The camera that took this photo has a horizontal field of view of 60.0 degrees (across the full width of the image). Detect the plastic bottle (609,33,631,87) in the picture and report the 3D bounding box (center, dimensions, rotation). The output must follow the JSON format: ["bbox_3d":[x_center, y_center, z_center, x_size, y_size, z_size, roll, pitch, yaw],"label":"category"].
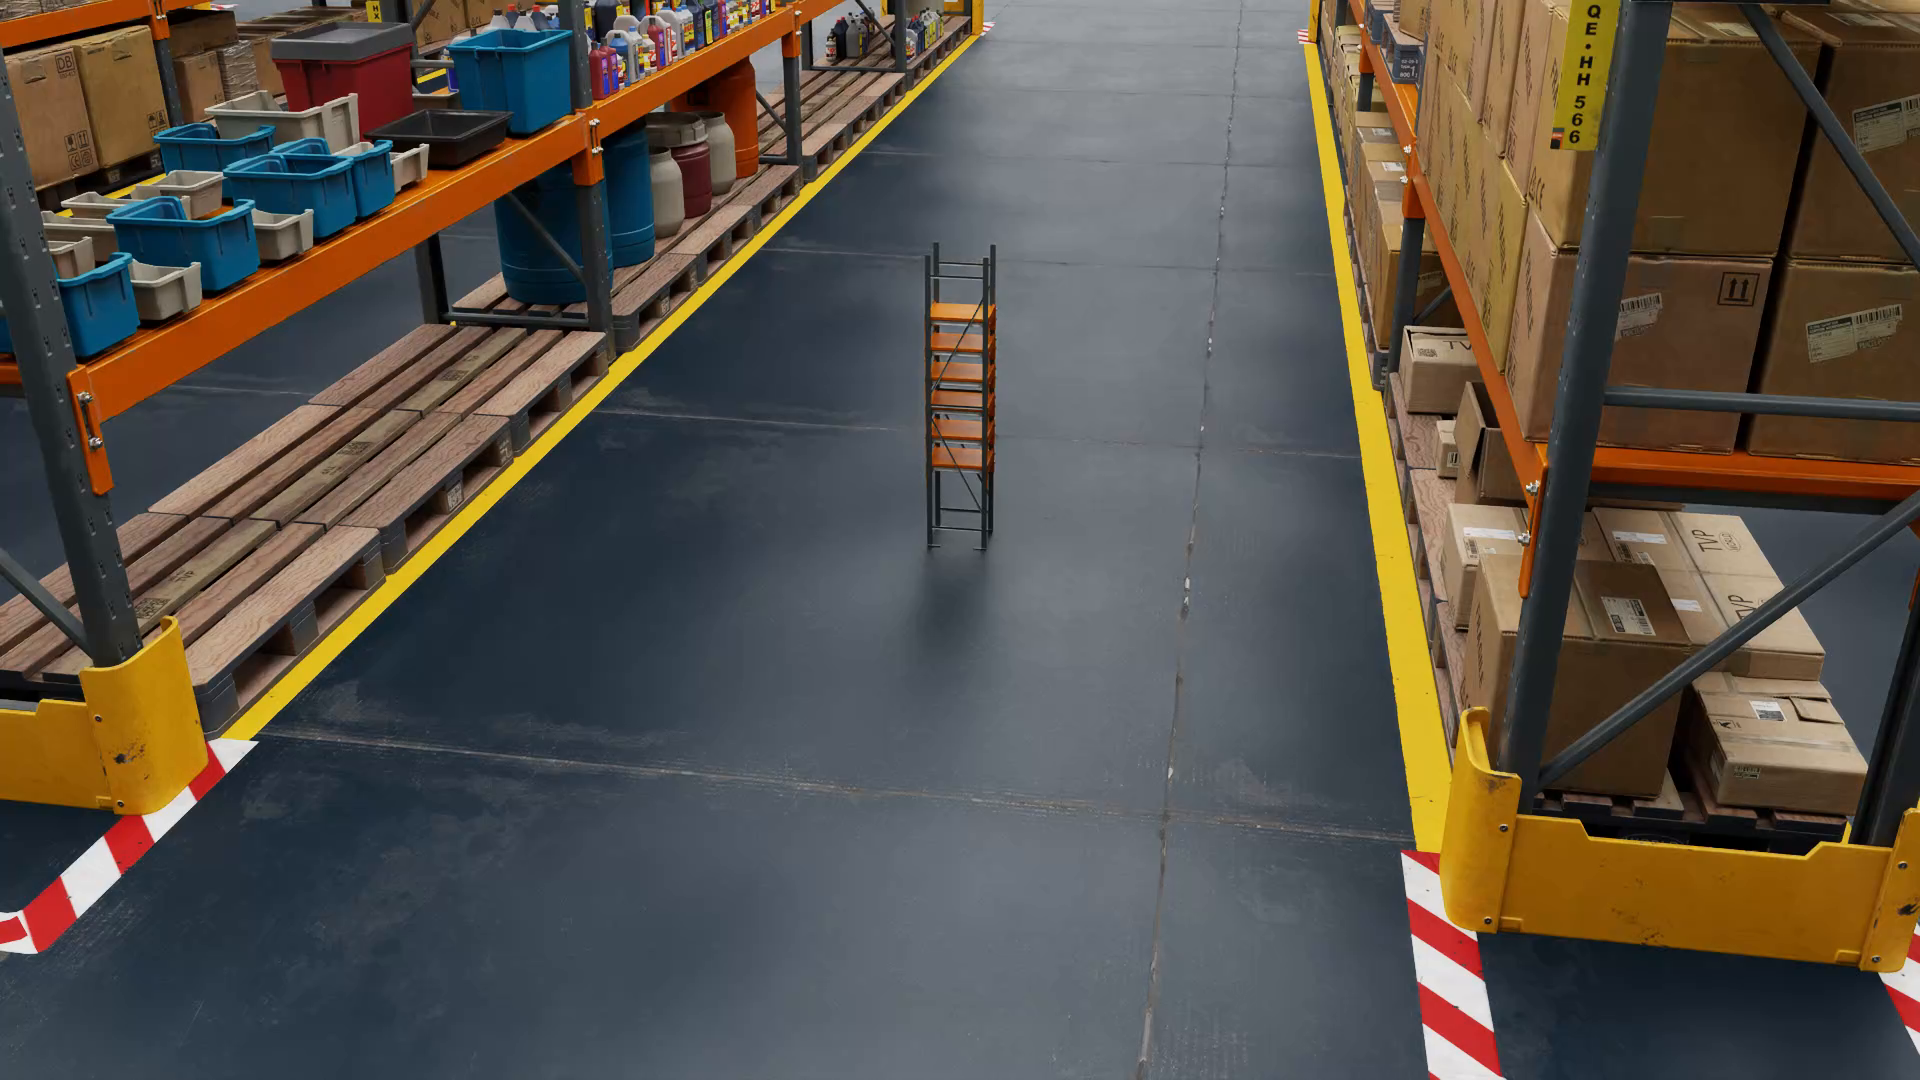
[{"bbox_3d":[-1.798,-2.535,8.779,0.097,0.271,0.097,0,25,0],"label":"plastic bottle"}]

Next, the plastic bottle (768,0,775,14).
[{"bbox_3d":[-1.309,-3.745,11.349,0.061,0.283,0.133,4,25,9],"label":"plastic bottle"}]

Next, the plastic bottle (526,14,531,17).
[{"bbox_3d":[-2.430,-2.818,9.378,0.152,0.276,0.135,4,25,9],"label":"plastic bottle"}]

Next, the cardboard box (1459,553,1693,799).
[{"bbox_3d":[1.761,0.383,4.823,0.500,0.500,0.500,4,25,9],"label":"cardboard box"}]

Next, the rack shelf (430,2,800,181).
[{"bbox_3d":[-1.990,-2.834,10.115,1.077,0.370,4.000,4,25,9],"label":"rack shelf"}]

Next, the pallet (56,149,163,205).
[{"bbox_3d":[-6.753,-2.752,12.380,1.003,0.211,1.213,4,25,9],"label":"pallet"}]

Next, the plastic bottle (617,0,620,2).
[{"bbox_3d":[-2.233,-3.442,10.703,0.061,0.283,0.133,4,25,9],"label":"plastic bottle"}]

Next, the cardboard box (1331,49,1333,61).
[{"bbox_3d":[3.737,-4.478,15.527,0.500,0.250,0.500,4,25,9],"label":"cardboard box"}]

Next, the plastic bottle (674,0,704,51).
[{"bbox_3d":[-1.615,-3.100,9.893,0.144,0.351,0.185,4,25,9],"label":"plastic bottle"}]

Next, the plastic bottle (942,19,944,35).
[{"bbox_3d":[-0.224,-5.475,17.691,0.097,0.201,0.097,0,25,0],"label":"plastic bottle"}]

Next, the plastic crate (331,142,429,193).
[{"bbox_3d":[-2.305,-1.482,6.618,0.293,0.136,0.466,4,25,9],"label":"plastic crate"}]

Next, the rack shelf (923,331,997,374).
[{"bbox_3d":[0.002,-0.727,6.426,0.258,0.103,0.180,4,25,9],"label":"rack shelf"}]

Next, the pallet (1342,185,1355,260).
[{"bbox_3d":[3.063,-2.079,10.942,1.003,0.211,1.213,4,25,9],"label":"pallet"}]

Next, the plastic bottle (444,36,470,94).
[{"bbox_3d":[-2.572,-2.454,8.601,0.152,0.276,0.135,4,25,9],"label":"plastic bottle"}]

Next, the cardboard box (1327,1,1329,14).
[{"bbox_3d":[4.074,-5.654,17.154,0.500,0.500,0.500,4,25,9],"label":"cardboard box"}]

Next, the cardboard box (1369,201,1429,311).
[{"bbox_3d":[2.456,-1.478,8.799,0.500,0.500,0.500,4,25,9],"label":"cardboard box"}]

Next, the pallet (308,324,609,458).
[{"bbox_3d":[-2.399,-0.750,8.103,1.003,0.211,1.213,4,25,9],"label":"pallet"}]

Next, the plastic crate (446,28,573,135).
[{"bbox_3d":[-2.057,-2.124,7.698,0.392,0.384,0.575,4,25,9],"label":"plastic crate"}]

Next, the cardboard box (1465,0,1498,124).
[{"bbox_3d":[1.963,-1.652,5.444,0.500,0.500,0.500,5,26,10],"label":"cardboard box"}]

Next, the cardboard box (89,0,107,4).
[{"bbox_3d":[-6.386,-4.161,11.983,0.500,0.500,0.500,5,26,10],"label":"cardboard box"}]

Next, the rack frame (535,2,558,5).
[{"bbox_3d":[-5.242,-7.685,19.630,1.000,3.000,0.127,4,25,9],"label":"rack frame"}]

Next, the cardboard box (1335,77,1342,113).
[{"bbox_3d":[3.399,-3.687,13.837,0.500,0.250,0.500,3,25,7],"label":"cardboard box"}]

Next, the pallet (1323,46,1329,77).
[{"bbox_3d":[4.245,-4.903,16.975,1.003,0.211,1.213,4,25,9],"label":"pallet"}]

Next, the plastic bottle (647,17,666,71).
[{"bbox_3d":[-1.691,-2.766,9.258,0.061,0.283,0.133,4,25,9],"label":"plastic bottle"}]

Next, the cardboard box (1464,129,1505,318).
[{"bbox_3d":[1.888,-0.983,5.193,0.500,0.500,0.500,4,25,9],"label":"cardboard box"}]

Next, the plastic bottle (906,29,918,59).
[{"bbox_3d":[-0.499,-4.875,16.320,0.152,0.276,0.135,5,26,10],"label":"plastic bottle"}]

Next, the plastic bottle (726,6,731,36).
[{"bbox_3d":[-1.495,-3.279,10.451,0.097,0.201,0.097,0,25,0],"label":"plastic bottle"}]

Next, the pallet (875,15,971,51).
[{"bbox_3d":[-0.460,-5.705,18.688,1.003,0.211,1.213,4,25,9],"label":"pallet"}]

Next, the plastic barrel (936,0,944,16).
[{"bbox_3d":[-0.388,-6.125,18.736,0.421,0.512,0.421,0,25,0],"label":"plastic barrel"}]

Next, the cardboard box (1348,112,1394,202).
[{"bbox_3d":[2.866,-2.548,11.085,0.500,0.500,0.500,5,26,11],"label":"cardboard box"}]

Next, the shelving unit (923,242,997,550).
[{"bbox_3d":[0.002,-0.549,6.509,0.258,1.200,0.189,4,25,9],"label":"shelving unit"}]

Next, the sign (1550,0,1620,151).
[{"bbox_3d":[1.371,-1.020,3.652,0.100,0.325,0.005,4,25,9],"label":"sign"}]

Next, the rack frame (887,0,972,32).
[{"bbox_3d":[-0.356,-7.342,18.897,1.000,3.000,0.127,4,25,9],"label":"rack frame"}]

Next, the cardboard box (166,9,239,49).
[{"bbox_3d":[-6.393,-4.251,13.838,0.500,0.250,0.500,7,26,14],"label":"cardboard box"}]

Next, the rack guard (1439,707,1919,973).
[{"bbox_3d":[1.928,0.795,4.462,1.175,0.500,0.348,4,25,9],"label":"rack guard"}]

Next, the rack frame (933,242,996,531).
[{"bbox_3d":[0.017,-0.588,6.590,0.240,1.200,0.006,4,25,9],"label":"rack frame"}]

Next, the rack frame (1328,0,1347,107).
[{"bbox_3d":[3.876,-5.324,14.587,1.000,3.000,0.127,4,25,9],"label":"rack frame"}]

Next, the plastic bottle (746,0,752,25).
[{"bbox_3d":[-1.415,-3.514,10.871,0.097,0.271,0.097,0,25,0],"label":"plastic bottle"}]

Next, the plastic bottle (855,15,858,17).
[{"bbox_3d":[-1.065,-5.299,17.232,0.097,0.271,0.097,0,25,0],"label":"plastic bottle"}]

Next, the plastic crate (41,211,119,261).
[{"bbox_3d":[-2.955,-1.032,5.656,0.396,0.136,0.243,4,25,9],"label":"plastic crate"}]

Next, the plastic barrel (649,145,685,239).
[{"bbox_3d":[-1.915,-2.139,10.221,0.421,0.512,0.421,0,25,0],"label":"plastic barrel"}]

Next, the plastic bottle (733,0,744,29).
[{"bbox_3d":[-1.447,-3.433,10.697,0.097,0.271,0.097,0,25,0],"label":"plastic bottle"}]

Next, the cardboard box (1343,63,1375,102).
[{"bbox_3d":[3.229,-3.515,12.808,0.500,0.311,0.500,4,25,8],"label":"cardboard box"}]

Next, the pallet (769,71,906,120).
[{"bbox_3d":[-1.100,-4.075,15.207,1.003,0.211,1.213,4,25,9],"label":"pallet"}]

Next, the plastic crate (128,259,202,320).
[{"bbox_3d":[-2.472,-0.767,5.090,0.250,0.136,0.298,4,25,9],"label":"plastic crate"}]

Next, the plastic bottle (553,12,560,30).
[{"bbox_3d":[-2.281,-2.871,9.498,0.097,0.271,0.097,0,25,0],"label":"plastic bottle"}]

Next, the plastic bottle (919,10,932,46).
[{"bbox_3d":[-0.368,-5.234,17.000,0.144,0.351,0.185,4,25,8],"label":"plastic bottle"}]

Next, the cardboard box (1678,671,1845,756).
[{"bbox_3d":[2.364,0.523,4.918,0.380,0.166,0.250,4,25,9],"label":"cardboard box"}]

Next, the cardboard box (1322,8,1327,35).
[{"bbox_3d":[4.145,-5.524,17.761,0.500,0.250,0.500,4,25,9],"label":"cardboard box"}]

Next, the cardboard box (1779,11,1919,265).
[{"bbox_3d":[2.248,-0.971,3.989,0.500,0.500,0.500,5,26,10],"label":"cardboard box"}]

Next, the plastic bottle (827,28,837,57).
[{"bbox_3d":[-1.257,-4.862,16.284,0.061,0.283,0.133,5,26,11],"label":"plastic bottle"}]

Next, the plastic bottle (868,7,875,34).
[{"bbox_3d":[-0.960,-5.569,17.808,0.097,0.271,0.097,0,25,0],"label":"plastic bottle"}]

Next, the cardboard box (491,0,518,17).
[{"bbox_3d":[-5.425,-6.231,18.977,0.500,0.500,0.500,11,27,22],"label":"cardboard box"}]

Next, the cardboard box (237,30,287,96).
[{"bbox_3d":[-6.296,-4.159,14.526,0.700,0.500,0.500,6,26,13],"label":"cardboard box"}]

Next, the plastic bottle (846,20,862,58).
[{"bbox_3d":[-1.047,-4.948,16.388,0.144,0.351,0.185,4,25,9],"label":"plastic bottle"}]

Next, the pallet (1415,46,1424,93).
[{"bbox_3d":[2.807,-2.218,8.177,1.003,0.211,1.213,4,25,9],"label":"pallet"}]
